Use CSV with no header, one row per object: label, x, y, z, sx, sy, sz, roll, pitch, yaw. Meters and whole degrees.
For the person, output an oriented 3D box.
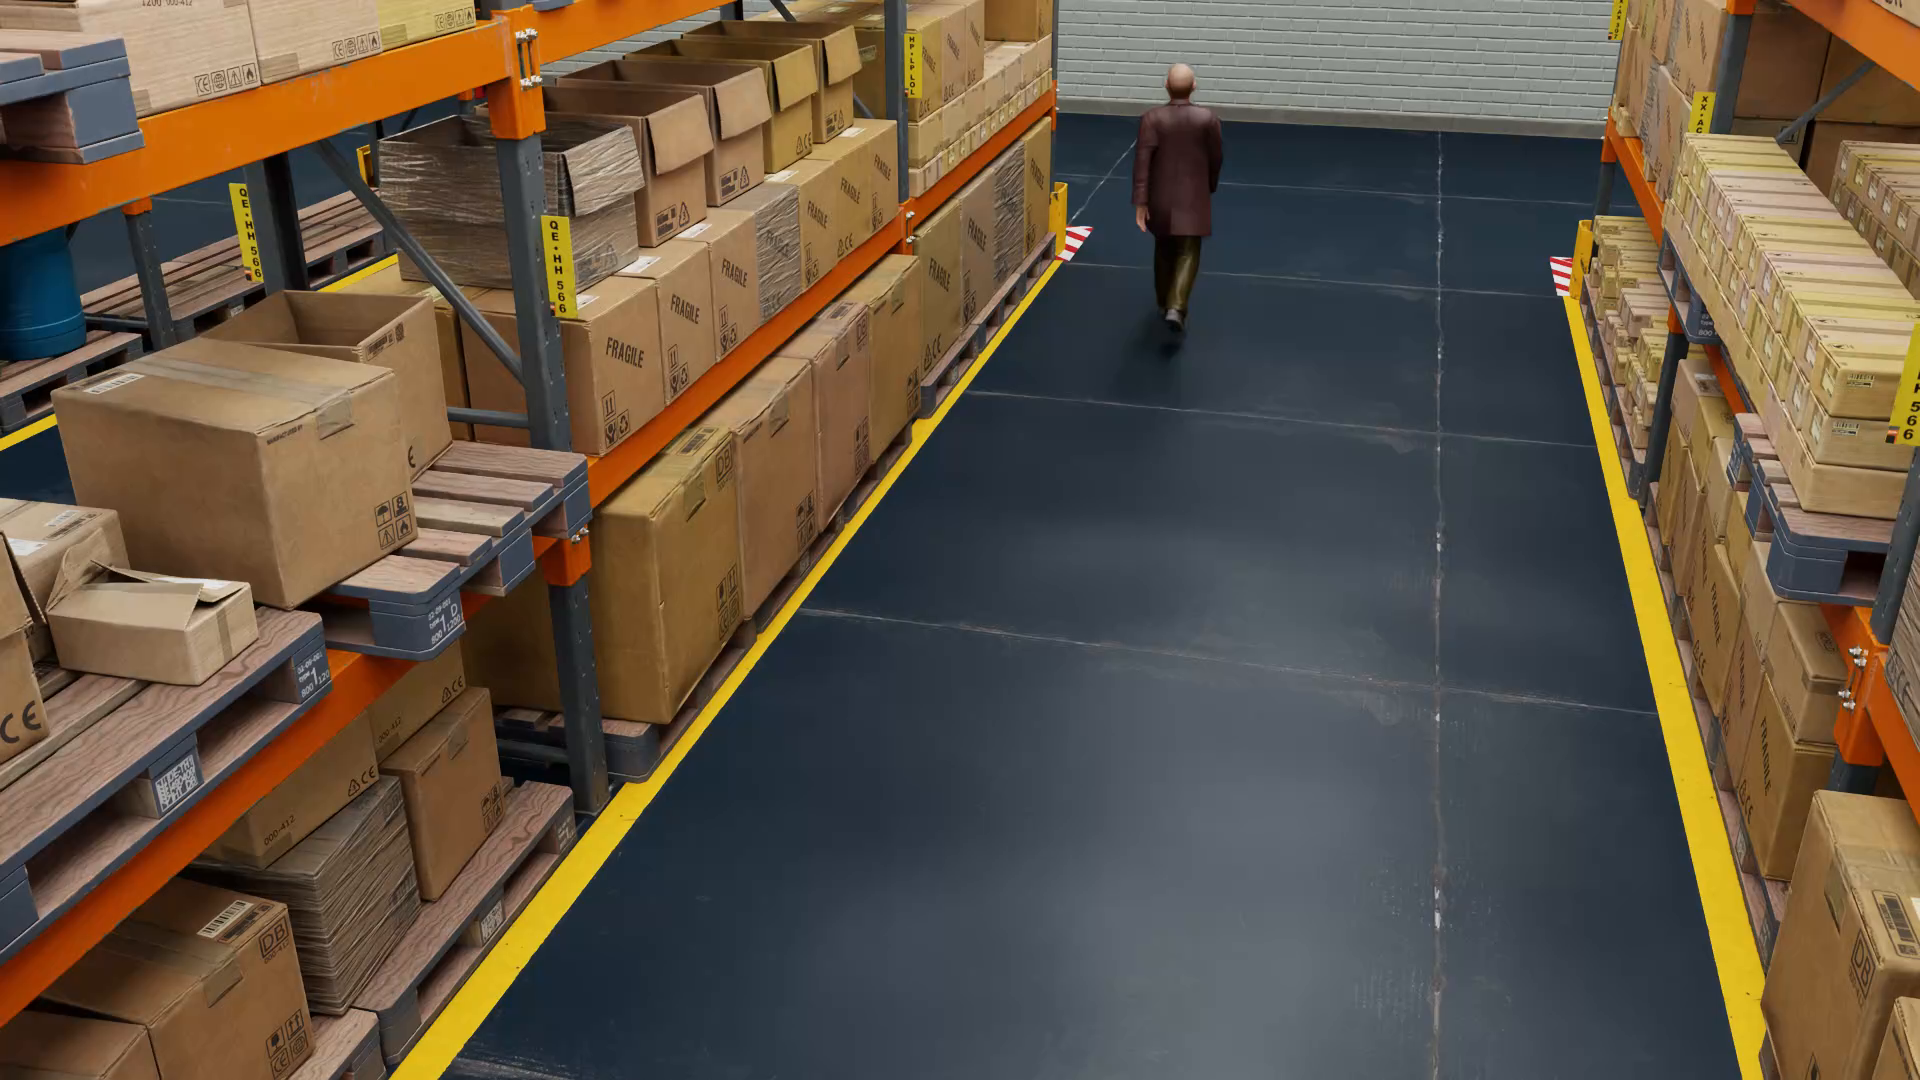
person,1.433,-2.253,10.971,0.559,1.734,1.102,7,26,15
